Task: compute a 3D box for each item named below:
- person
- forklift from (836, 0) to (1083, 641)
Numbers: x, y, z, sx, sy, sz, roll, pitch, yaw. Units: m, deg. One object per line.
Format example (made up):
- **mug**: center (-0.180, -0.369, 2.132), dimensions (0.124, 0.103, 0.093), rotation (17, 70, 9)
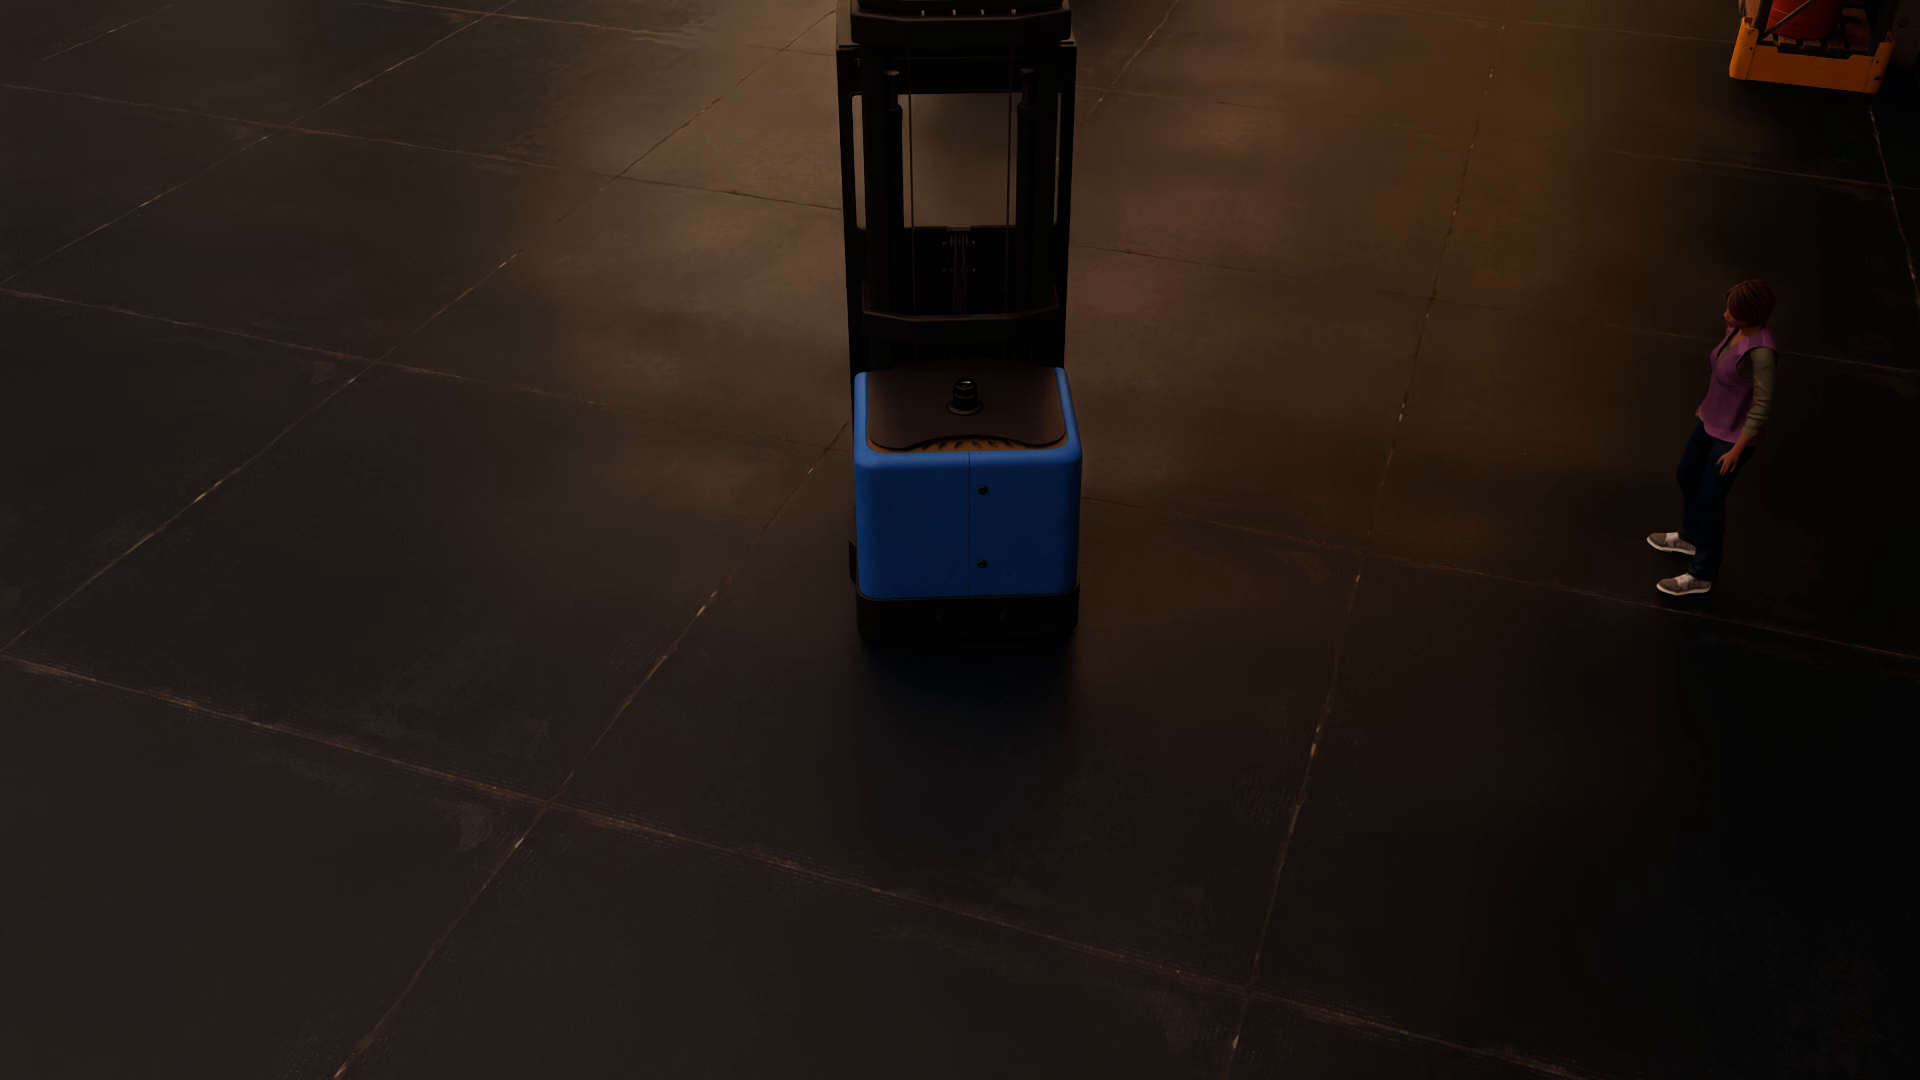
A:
- **person**: center (3.674, -0.522, 8.015), dimensions (0.366, 1.583, 0.582), rotation (3, 35, 5)
- **forklift**: center (-0.029, -1.547, 8.293), dimensions (1.130, 2.935, 3.031), rotation (-2, 35, -2)
